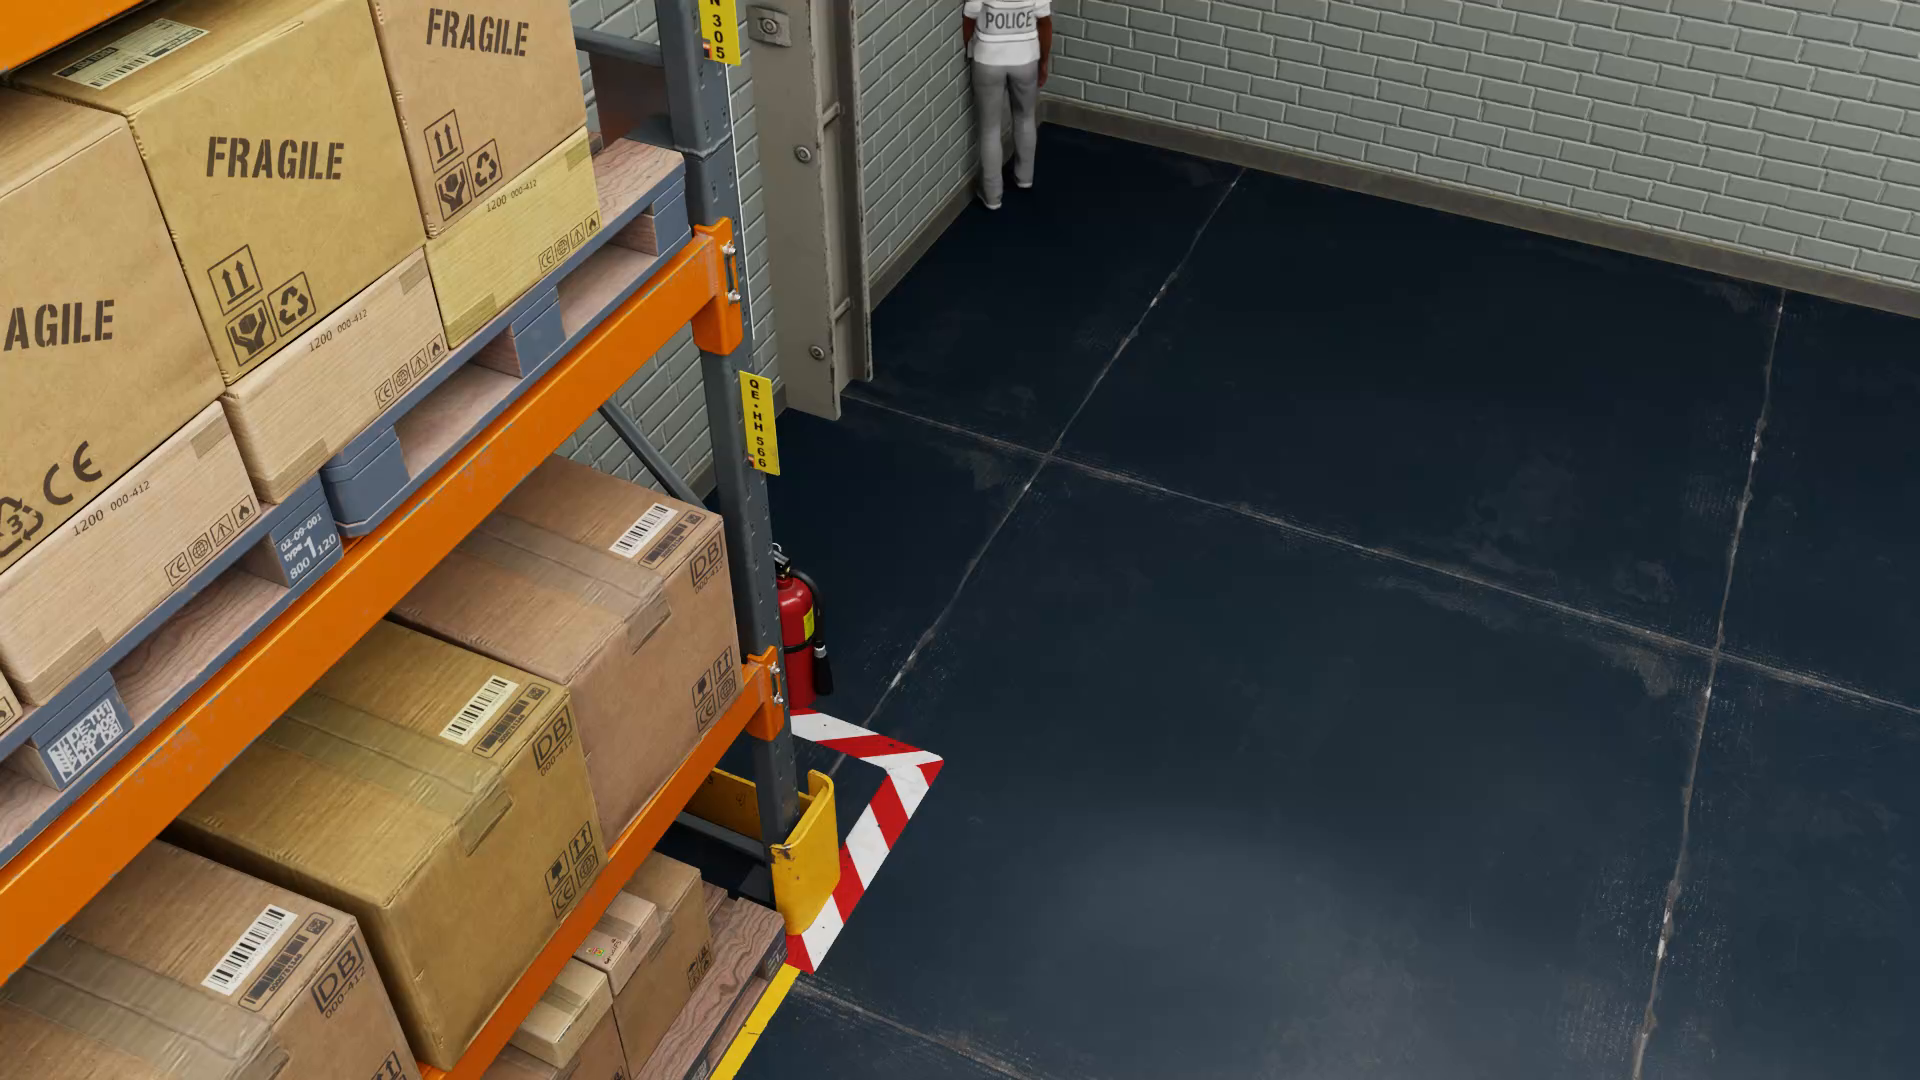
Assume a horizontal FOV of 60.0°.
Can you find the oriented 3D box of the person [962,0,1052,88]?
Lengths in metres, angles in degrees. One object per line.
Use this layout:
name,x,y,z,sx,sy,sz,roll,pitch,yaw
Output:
person,0.234,-2.837,8.766,0.490,0.990,0.375,-7,43,-7
